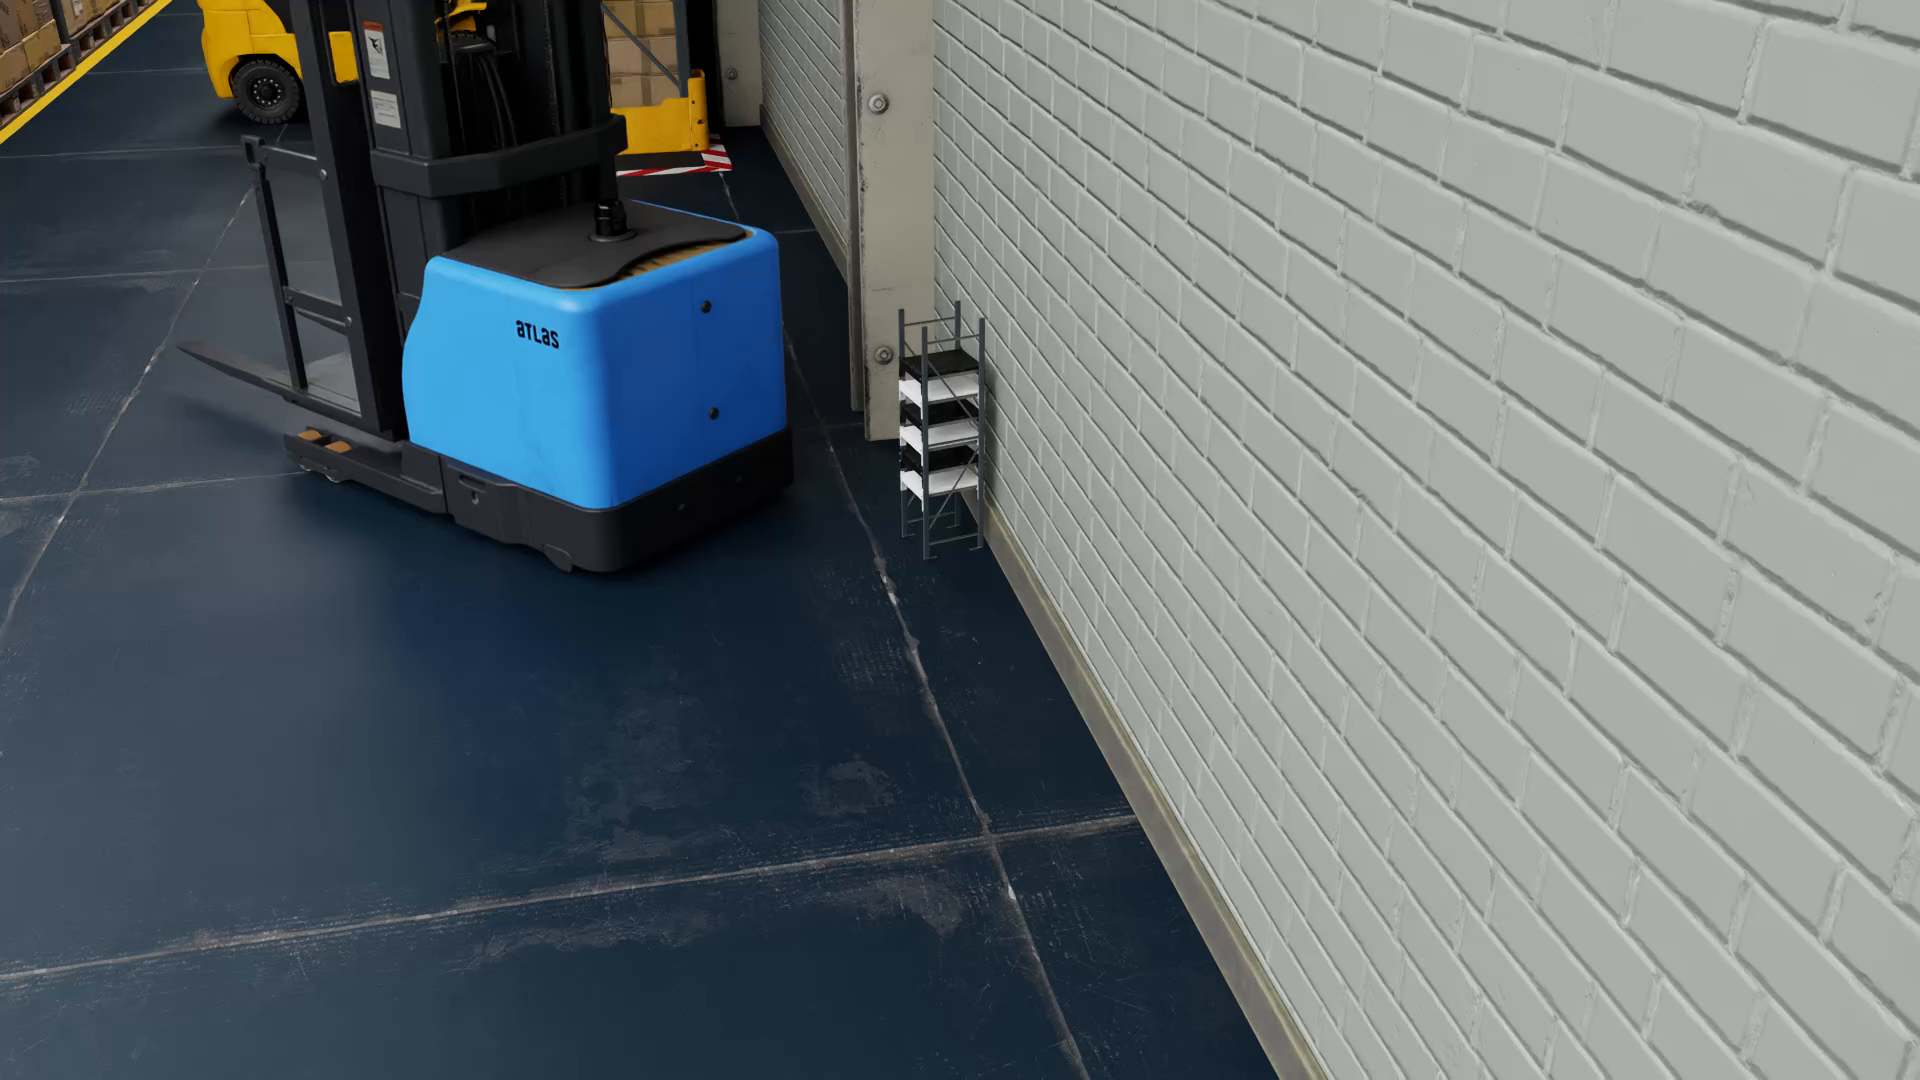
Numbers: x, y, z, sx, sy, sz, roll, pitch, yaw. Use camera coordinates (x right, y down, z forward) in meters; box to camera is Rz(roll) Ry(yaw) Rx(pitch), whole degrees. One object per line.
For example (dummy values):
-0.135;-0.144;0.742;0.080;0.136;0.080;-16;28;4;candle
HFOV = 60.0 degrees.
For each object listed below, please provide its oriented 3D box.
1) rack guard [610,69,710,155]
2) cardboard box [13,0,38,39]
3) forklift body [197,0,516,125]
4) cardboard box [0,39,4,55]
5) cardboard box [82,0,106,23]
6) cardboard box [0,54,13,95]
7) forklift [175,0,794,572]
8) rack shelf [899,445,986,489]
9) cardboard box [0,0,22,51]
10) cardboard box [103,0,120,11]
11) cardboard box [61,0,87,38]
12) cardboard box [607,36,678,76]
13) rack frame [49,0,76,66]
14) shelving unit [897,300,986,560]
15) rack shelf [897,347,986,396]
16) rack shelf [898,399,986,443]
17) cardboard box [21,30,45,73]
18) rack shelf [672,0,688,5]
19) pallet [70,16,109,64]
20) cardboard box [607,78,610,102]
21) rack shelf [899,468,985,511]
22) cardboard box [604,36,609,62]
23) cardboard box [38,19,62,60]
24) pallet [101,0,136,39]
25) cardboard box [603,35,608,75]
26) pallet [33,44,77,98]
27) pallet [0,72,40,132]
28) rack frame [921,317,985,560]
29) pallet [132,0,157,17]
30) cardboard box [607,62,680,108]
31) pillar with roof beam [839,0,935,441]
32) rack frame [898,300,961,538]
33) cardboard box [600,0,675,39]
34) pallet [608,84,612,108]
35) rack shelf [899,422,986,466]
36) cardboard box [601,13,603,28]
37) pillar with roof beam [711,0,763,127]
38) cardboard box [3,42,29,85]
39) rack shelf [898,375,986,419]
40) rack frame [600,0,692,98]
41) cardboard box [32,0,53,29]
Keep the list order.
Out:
-2.359;-2.974;11.588;1.175;0.500;0.348;-6;27;-12;rack guard
-7.590;-4.190;12.976;0.500;0.500;0.500;-5;27;-11;cardboard box
-4.569;-4.369;12.519;2.313;2.155;1.214;-6;27;-12;forklift body
-7.345;-3.732;12.069;0.500;0.500;0.500;-5;27;-11;cardboard box
-8.387;-4.911;15.100;0.950;0.372;0.625;-4;27;-8;cardboard box
-7.355;-3.400;12.243;0.500;0.250;0.500;-4;27;-8;cardboard box
-2.137;-1.709;6.383;3.031;2.935;1.130;19;32;32;forklift
-0.065;-0.282;6.084;0.258;0.077;0.200;-12;29;-22;rack shelf
-7.474;-3.966;12.532;0.500;0.500;0.500;-5;27;-9;cardboard box
-8.545;-5.216;15.705;0.950;0.372;0.625;-5;27;-10;cardboard box
-8.221;-4.595;14.476;0.950;0.372;0.625;-6;27;-11;cardboard box
-2.268;-3.511;11.908;0.500;0.250;0.500;-5;27;-11;cardboard box
-8.101;-5.351;13.522;1.000;3.000;0.127;-6;27;-12;rack frame
-0.065;-0.392;6.028;0.258;0.900;0.210;-12;29;-22;shelving unit
-0.065;-0.603;5.921;0.258;0.077;0.200;-12;29;-22;rack shelf
-0.065;-0.443;6.002;0.258;0.077;0.200;-12;29;-22;rack shelf
-7.576;-3.846;13.126;0.500;0.250;0.500;-7;28;-13;cardboard box
-2.815;-4.657;12.947;1.077;0.370;4.000;-6;27;-12;rack shelf
-8.278;-4.448;14.828;1.003;0.211;1.213;-6;27;-12;pallet
-2.778;-3.235;11.915;0.500;0.250;0.500;-6;27;-11;cardboard box
-0.065;-0.202;6.124;0.258;0.077;0.200;-12;29;-22;rack shelf
-2.392;-3.730;12.342;0.500;0.250;0.500;-6;27;-12;cardboard box
-7.706;-4.079;13.587;0.500;0.250;0.500;-5;27;-9;cardboard box
-8.556;-4.984;15.891;1.003;0.211;1.213;-6;27;-12;pallet
-2.779;-3.466;11.818;0.500;0.250;0.500;-6;27;-12;cardboard box
-7.915;-3.815;13.574;1.003;0.211;1.213;-6;27;-12;pallet
-7.637;-3.278;12.511;1.003;0.211;1.213;-6;27;-12;pallet
-0.023;-0.350;5.946;0.240;0.900;0.006;-12;29;-22;rack frame
-8.828;-5.519;16.950;1.003;0.211;1.213;-6;27;-12;pallet
-2.284;-3.296;12.037;0.500;0.250;0.500;-6;27;-11;cardboard box
-4.485;-4.105;4.396;9.100;9.000;0.400;-6;27;-12;pillar with roof beam
-0.108;-0.434;6.110;0.240;0.900;0.006;-12;29;-22;rack frame
-2.288;-3.737;11.801;0.500;0.250;0.500;-6;27;-12;cardboard box
-2.577;-3.187;12.330;1.003;0.211;1.213;-6;27;-12;pallet
-0.065;-0.362;6.043;0.258;0.077;0.200;-12;29;-22;rack shelf
-2.772;-3.677;11.683;0.500;0.250;0.500;-5;27;-10;cardboard box
-5.837;-6.739;9.614;9.100;9.000;0.400;-6;27;-12;pillar with roof beam
-7.466;-3.622;12.683;0.500;0.250;0.500;-6;27;-11;cardboard box
-0.065;-0.523;5.962;0.258;0.077;0.200;-12;29;-22;rack shelf
-2.364;-4.101;11.045;1.000;3.000;0.127;-6;27;-12;rack frame
-7.706;-4.413;13.418;0.500;0.500;0.500;-6;27;-12;cardboard box
